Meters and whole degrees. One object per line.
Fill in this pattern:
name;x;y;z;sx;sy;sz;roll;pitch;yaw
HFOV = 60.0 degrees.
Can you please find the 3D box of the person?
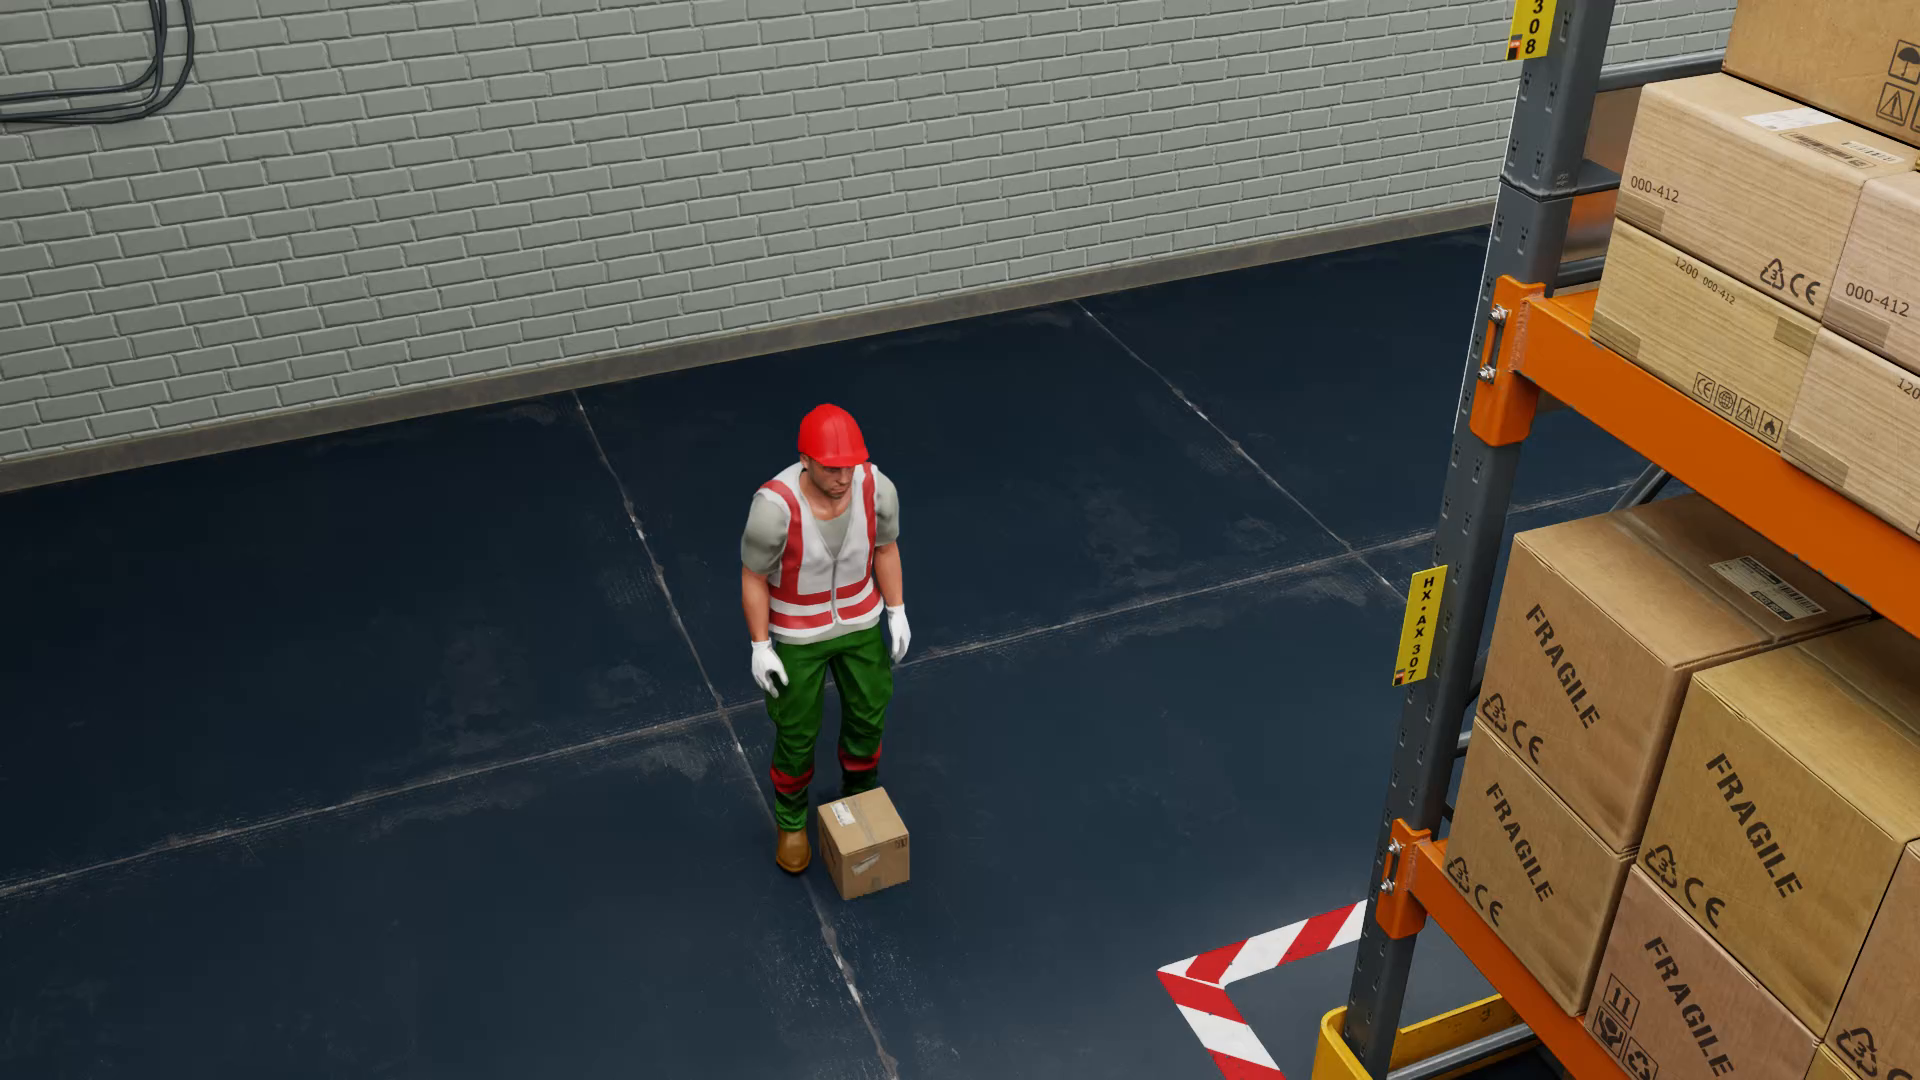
person;-0.443;0.293;5.624;0.568;1.722;0.441;-14;36;-20
